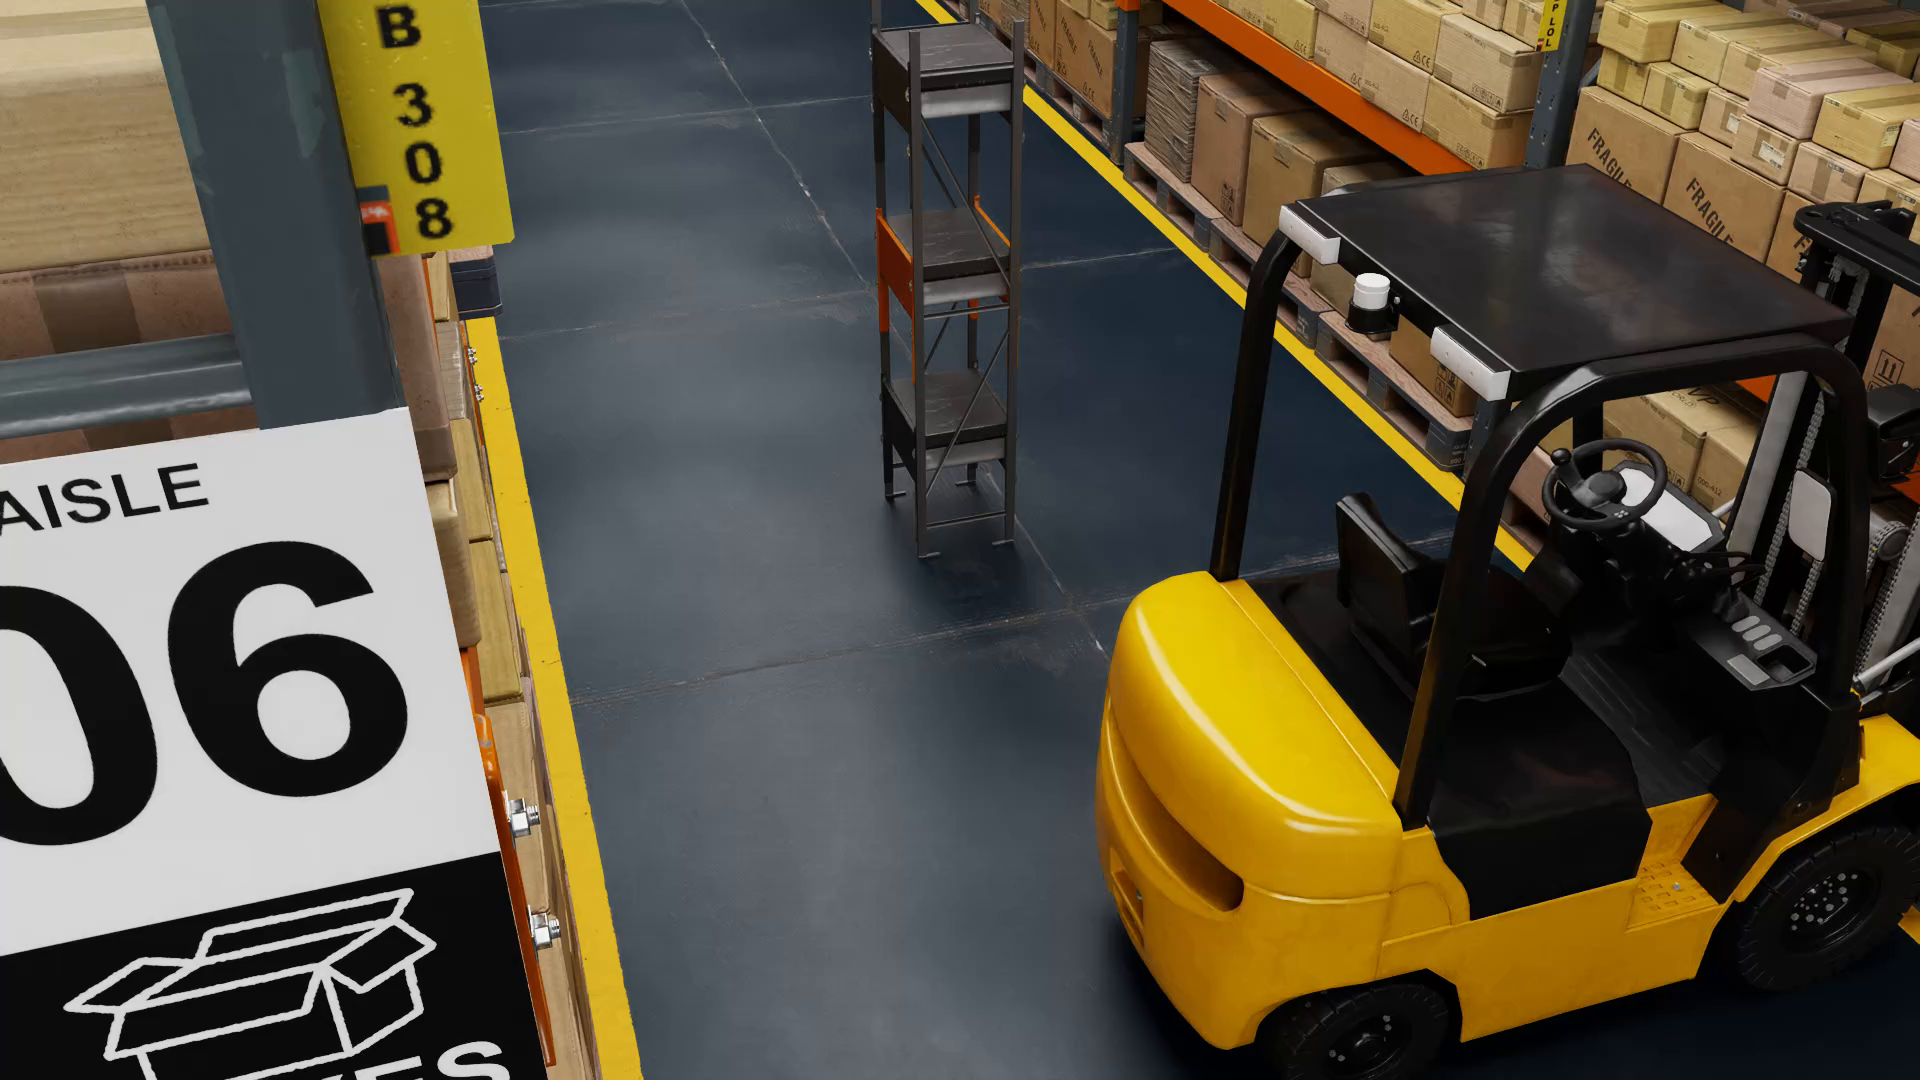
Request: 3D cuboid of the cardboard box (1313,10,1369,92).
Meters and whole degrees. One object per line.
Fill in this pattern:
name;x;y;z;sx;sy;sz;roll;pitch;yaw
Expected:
cardboard box;1.960;-2.244;7.561;0.500;0.250;0.500;-10;35;-14

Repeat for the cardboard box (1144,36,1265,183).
cardboard box;1.601;-2.512;9.604;0.875;0.625;0.625;-9;34;-13

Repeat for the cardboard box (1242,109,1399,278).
cardboard box;2.013;-1.817;8.552;0.875;0.625;0.625;-11;35;-17

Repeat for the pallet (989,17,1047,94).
pallet;0.863;-3.532;11.903;1.003;0.211;1.213;-10;35;-15

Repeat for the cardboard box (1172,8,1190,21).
cardboard box;1.561;-3.387;10.452;0.380;0.149;0.250;-8;34;-12

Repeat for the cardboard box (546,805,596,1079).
cardboard box;-1.162;1.018;3.922;0.500;0.500;0.500;-9;35;-14

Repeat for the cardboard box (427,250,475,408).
cardboard box;-1.547;-0.426;4.313;0.500;0.500;0.500;-9;34;-13

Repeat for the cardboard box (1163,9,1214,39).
cardboard box;1.562;-3.058;10.544;0.500;0.500;0.500;-9;34;-13

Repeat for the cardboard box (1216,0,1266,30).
cardboard box;1.638;-2.787;8.382;0.500;0.250;0.500;-11;35;-16

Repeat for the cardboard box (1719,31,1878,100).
cardboard box;2.710;-1.522;5.384;0.380;0.149;0.250;-11;35;-16

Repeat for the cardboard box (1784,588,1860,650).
cardboard box;2.948;0.307;5.224;0.500;0.250;0.500;-10;35;-15

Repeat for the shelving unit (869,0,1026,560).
shelving unit;-0.050;-0.963;6.303;0.431;2.100;0.503;-10;35;-15

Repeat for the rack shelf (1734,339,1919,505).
rack shelf;3.254;-0.207;4.995;1.077;0.370;4.000;-10;35;-15

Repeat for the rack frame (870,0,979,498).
rack frame;-0.125;-1.091;6.497;0.400;2.100;0.015;-10;35;-15

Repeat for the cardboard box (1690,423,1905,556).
cardboard box;2.801;-0.166;5.487;0.500;0.250;0.500;-9;34;-13

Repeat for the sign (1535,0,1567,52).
sign;2.130;-1.911;5.943;0.100;0.325;0.005;-10;35;-15

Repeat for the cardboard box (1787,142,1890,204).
cardboard box;2.760;-1.110;5.030;0.380;0.149;0.250;-10;35;-15

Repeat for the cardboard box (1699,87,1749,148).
cardboard box;2.677;-1.390;5.454;0.380;0.149;0.250;-10;35;-15

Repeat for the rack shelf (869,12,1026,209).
rack shelf;-0.050;-1.536;5.924;0.431;0.518;0.480;-10;35;-15

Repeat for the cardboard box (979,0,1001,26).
cardboard box;0.456;-4.057;12.056;0.500;0.500;0.500;-11;35;-16

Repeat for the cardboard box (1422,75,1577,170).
cardboard box;2.241;-1.715;6.761;0.500;0.250;0.500;-9;35;-14

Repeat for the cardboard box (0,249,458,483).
cardboard box;-0.762;-0.242;1.541;0.500;0.250;0.500;-11;35;-16

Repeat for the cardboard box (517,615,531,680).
cardboard box;-1.646;0.517;5.361;0.500;0.250;0.500;-8;34;-13

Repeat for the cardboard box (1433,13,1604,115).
cardboard box;2.250;-1.918;6.615;0.500;0.250;0.500;-11;35;-16

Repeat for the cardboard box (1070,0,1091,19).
cardboard box;0.919;-3.415;10.496;0.380;0.149;0.250;-12;35;-17

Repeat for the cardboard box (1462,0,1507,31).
cardboard box;2.232;-2.144;6.595;0.380;0.149;0.250;-11;35;-15

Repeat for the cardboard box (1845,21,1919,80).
cardboard box;3.159;-1.602;5.504;0.380;0.149;0.250;-10;35;-15

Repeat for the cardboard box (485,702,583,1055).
cardboard box;-0.904;0.647;2.690;0.500;0.500;0.500;-9;35;-13

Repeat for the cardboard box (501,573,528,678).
cardboard box;-1.490;0.471;4.750;0.500;0.500;0.500;-9;35;-14

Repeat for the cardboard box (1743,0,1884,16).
cardboard box;3.029;-1.877;5.921;0.380;0.149;0.250;-10;35;-15

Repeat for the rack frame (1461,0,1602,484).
rack frame;2.643;-1.557;6.386;1.000;3.000;0.127;-10;35;-15

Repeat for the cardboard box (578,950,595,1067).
cardboard box;-1.172;1.328;4.133;0.500;0.250;0.500;-8;34;-12

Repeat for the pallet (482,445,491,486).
pallet;-2.321;0.034;6.507;1.003;0.211;1.213;-10;35;-15

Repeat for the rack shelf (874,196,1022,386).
rack shelf;-0.050;-0.952;6.310;0.431;0.518;0.480;-10;35;-15

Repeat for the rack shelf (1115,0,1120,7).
rack shelf;0.813;-4.407;11.351;1.077;0.370;4.000;-10;35;-15

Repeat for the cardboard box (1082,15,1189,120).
cardboard box;1.090;-2.976;10.419;0.500;0.500;0.500;-9;35;-13

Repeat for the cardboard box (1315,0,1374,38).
cardboard box;1.936;-2.456;7.429;0.500;0.250;0.500;-9;35;-14

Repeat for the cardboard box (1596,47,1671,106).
cardboard box;2.490;-1.658;5.859;0.380;0.149;0.250;-11;35;-15

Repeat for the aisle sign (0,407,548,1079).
aisle sign;-0.548;0.275;1.255;0.394;0.787;0.004;-10;35;-15

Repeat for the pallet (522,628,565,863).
pallet;-1.844;0.789;5.364;1.003;0.211;1.213;-10;35;-15

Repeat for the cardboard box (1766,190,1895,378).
cardboard box;2.860;-0.786;5.128;0.500;0.500;0.500;-10;35;-15

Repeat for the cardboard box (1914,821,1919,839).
cardboard box;3.133;0.794;4.940;0.500;0.250;0.500;-10;35;-14

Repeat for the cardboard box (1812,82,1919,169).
cardboard box;2.796;-1.238;4.954;0.380;0.149;0.250;-11;35;-15

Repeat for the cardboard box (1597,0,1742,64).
cardboard box;2.458;-1.777;5.769;0.380;0.149;0.250;-9;35;-14

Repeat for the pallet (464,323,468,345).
pallet;-3.066;-1.247;8.445;1.003;0.211;1.213;-10;35;-15

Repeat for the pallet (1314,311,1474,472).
pallet;2.382;-0.774;7.730;1.003;0.211;1.213;-10;35;-15

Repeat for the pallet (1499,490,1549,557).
pallet;2.846;0.031;6.512;1.003;0.211;1.213;-10;35;-15

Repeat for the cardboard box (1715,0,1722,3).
cardboard box;2.741;-2.090;6.513;0.380;0.149;0.250;-11;35;-16

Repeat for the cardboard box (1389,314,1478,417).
cardboard box;2.474;-1.014;7.337;0.875;0.625;0.625;-8;34;-13

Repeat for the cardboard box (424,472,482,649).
cardboard box;-0.654;0.004;1.530;0.380;0.149;0.250;-10;35;-15

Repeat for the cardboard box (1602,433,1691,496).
cardboard box;2.653;-0.224;6.028;0.500;0.250;0.500;-10;35;-15

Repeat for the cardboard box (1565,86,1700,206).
cardboard box;2.530;-1.322;5.939;0.500;0.500;0.500;-11;35;-16

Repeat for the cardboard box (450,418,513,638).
cardboard box;-1.223;0.114;3.496;0.500;0.500;0.500;-11;35;-16

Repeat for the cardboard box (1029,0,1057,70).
cardboard box;0.785;-3.514;11.234;0.500;0.500;0.500;-9;34;-13

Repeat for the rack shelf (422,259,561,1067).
rack shelf;-1.472;-0.622;2.902;1.077;0.370;4.000;-10;35;-15

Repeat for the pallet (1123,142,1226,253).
pallet;1.637;-2.055;9.669;1.003;0.211;1.213;-10;35;-15
